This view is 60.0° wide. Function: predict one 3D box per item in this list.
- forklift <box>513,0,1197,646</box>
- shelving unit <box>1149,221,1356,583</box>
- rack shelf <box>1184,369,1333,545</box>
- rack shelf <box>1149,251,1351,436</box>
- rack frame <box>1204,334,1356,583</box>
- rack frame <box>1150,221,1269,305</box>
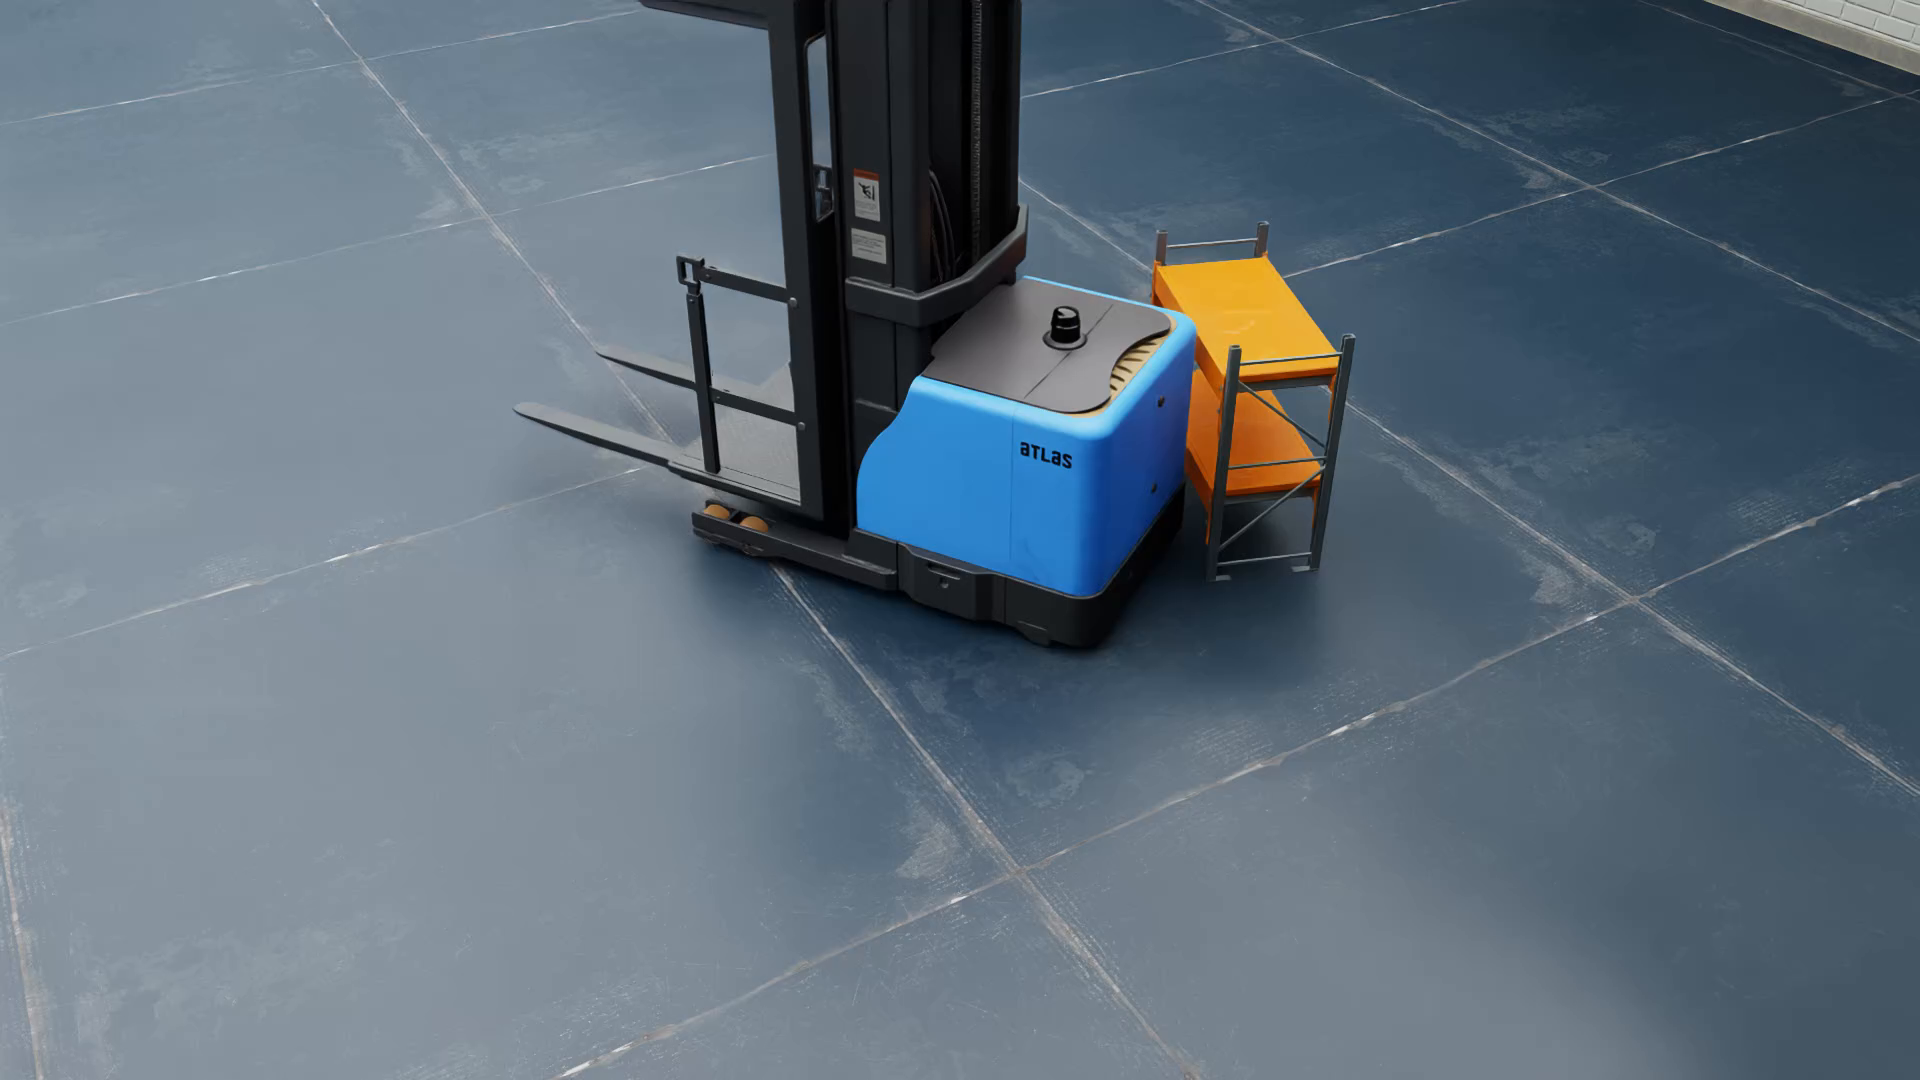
[{"bbox_3d":[-0.581,-1.372,6.644,3.031,2.935,1.130,17,40,22],"label":"forklift"},{"bbox_3d":[1.186,-0.604,7.123,0.538,1.125,1.048,-6,37,-8],"label":"shelving unit"},{"bbox_3d":[1.186,-0.406,7.267,0.538,0.278,1.000,-6,37,-8],"label":"rack shelf"},{"bbox_3d":[1.186,-0.840,6.950,0.538,0.278,1.000,-6,37,-8],"label":"rack shelf"},{"bbox_3d":[1.278,-0.309,6.719,0.500,1.125,0.032,-6,37,-8],"label":"rack frame"},{"bbox_3d":[1.094,-0.899,7.527,0.500,1.125,0.032,-6,37,-8],"label":"rack frame"}]
